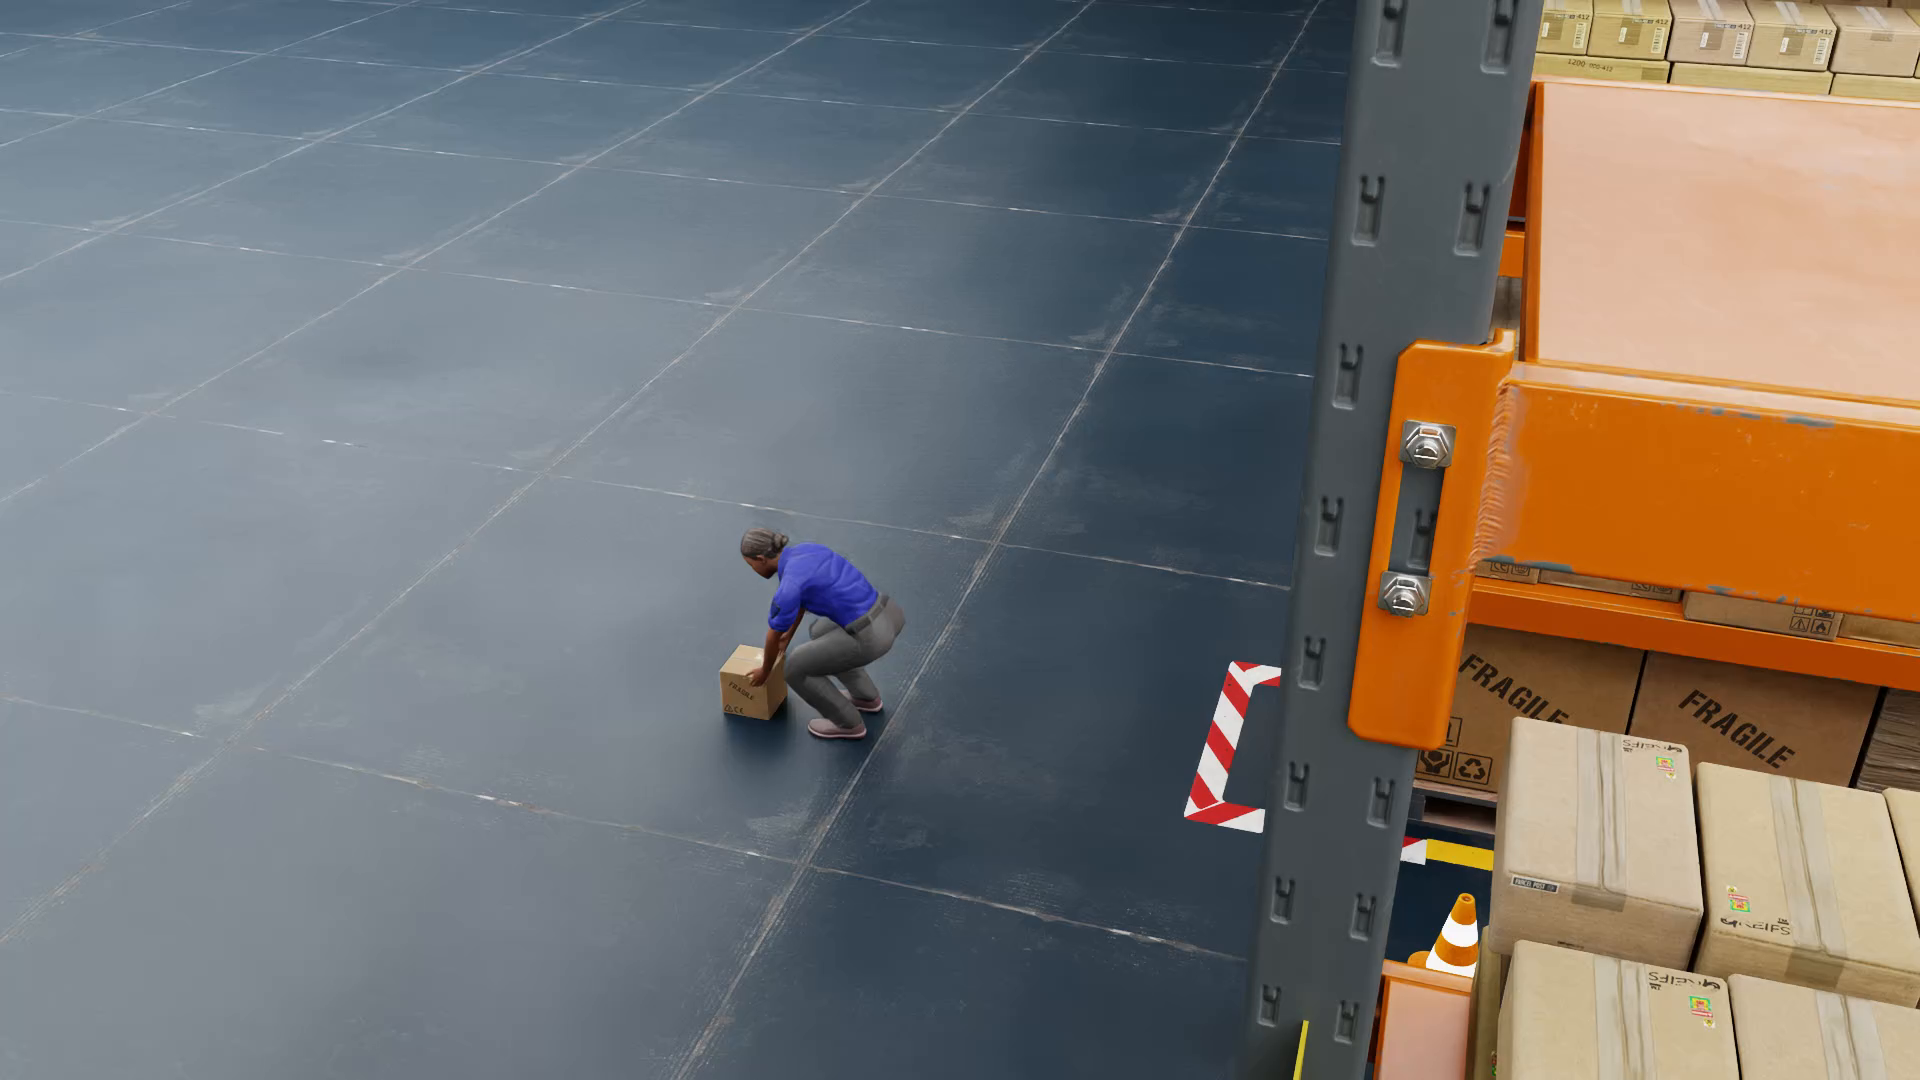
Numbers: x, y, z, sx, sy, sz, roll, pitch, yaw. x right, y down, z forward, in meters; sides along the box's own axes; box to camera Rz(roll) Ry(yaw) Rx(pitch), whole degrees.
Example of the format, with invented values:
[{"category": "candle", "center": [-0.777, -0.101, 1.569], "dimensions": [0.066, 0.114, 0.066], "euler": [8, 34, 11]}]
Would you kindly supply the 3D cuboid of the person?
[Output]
[{"category": "person", "center": [-0.657, 0.441, 7.984], "dimensions": [0.763, 1.042, 0.494], "euler": [9, 31, 15]}]
